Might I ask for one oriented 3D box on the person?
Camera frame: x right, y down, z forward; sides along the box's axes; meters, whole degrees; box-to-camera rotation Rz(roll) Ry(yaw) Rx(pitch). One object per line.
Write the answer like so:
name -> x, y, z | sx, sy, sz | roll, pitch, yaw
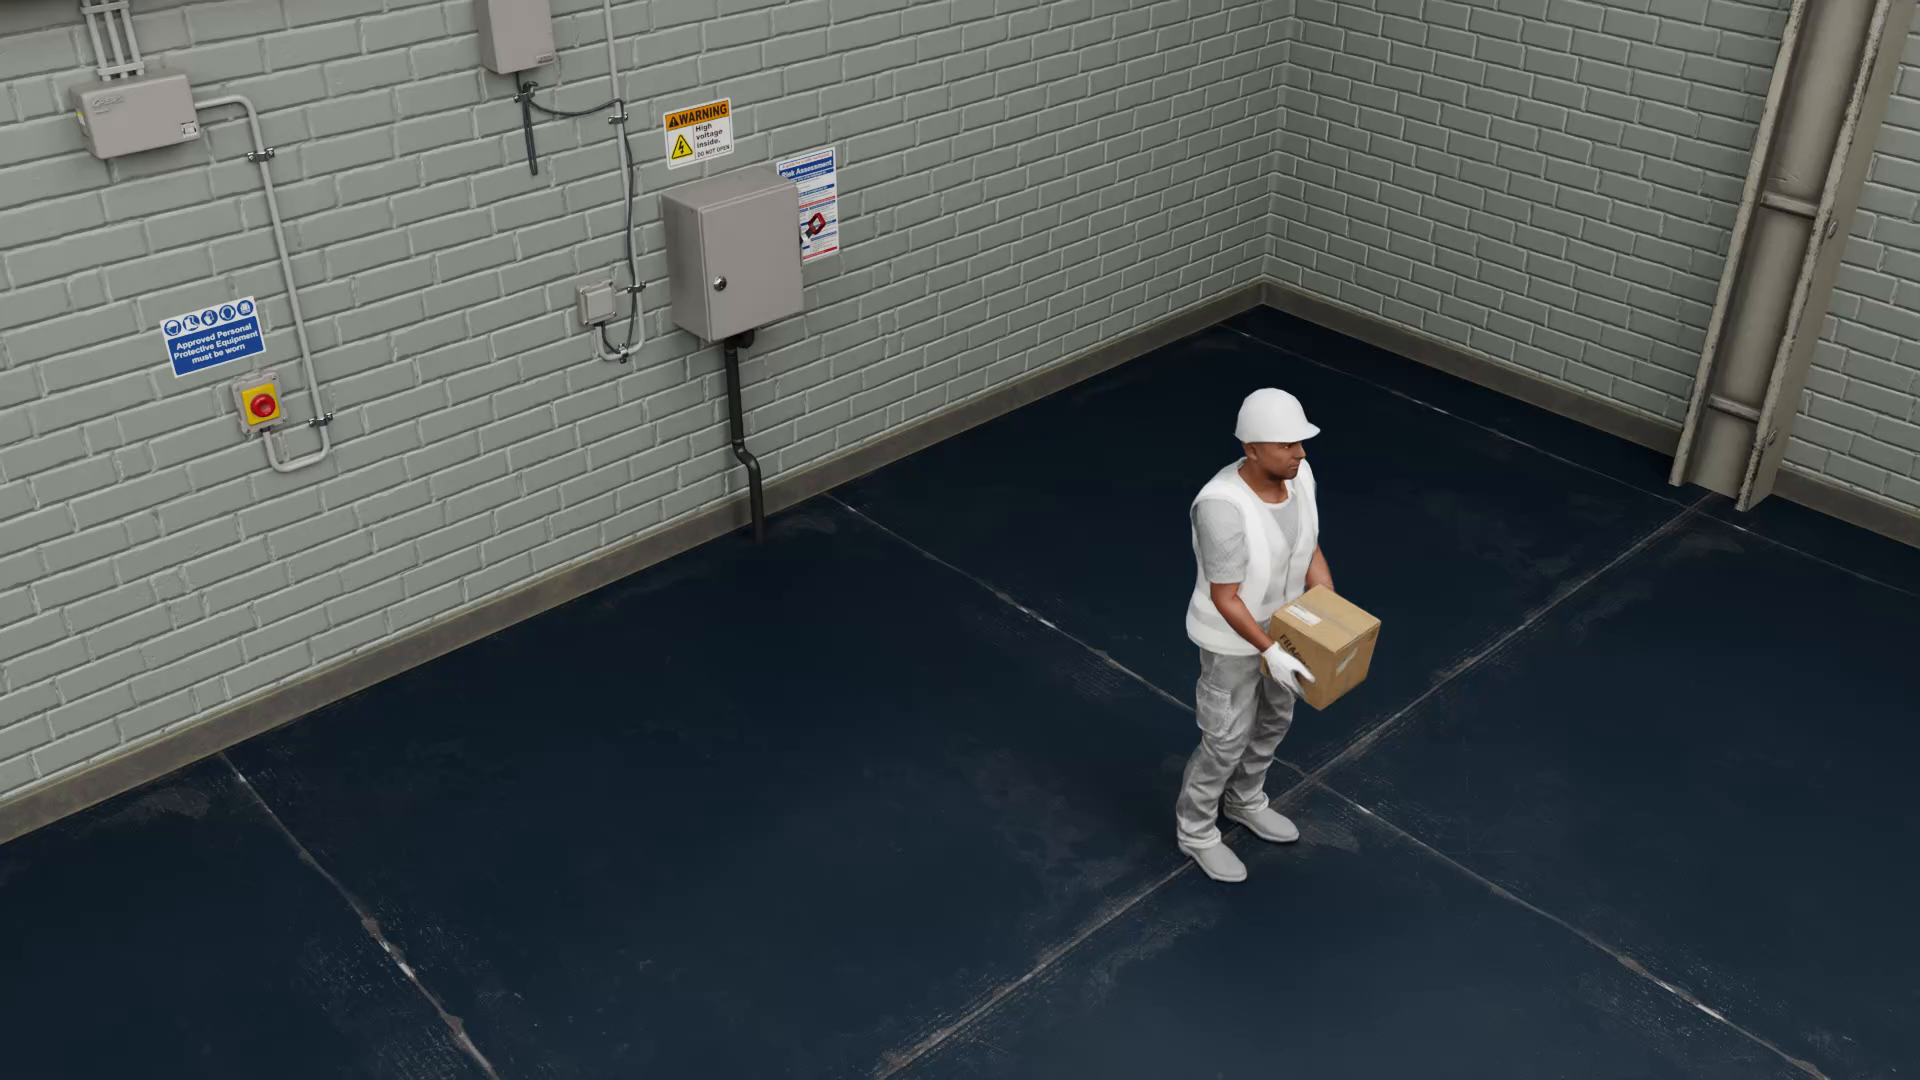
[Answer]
person -> 1.038, 0.344, 5.549 | 0.532, 1.789, 0.541 | -26, 40, -36
